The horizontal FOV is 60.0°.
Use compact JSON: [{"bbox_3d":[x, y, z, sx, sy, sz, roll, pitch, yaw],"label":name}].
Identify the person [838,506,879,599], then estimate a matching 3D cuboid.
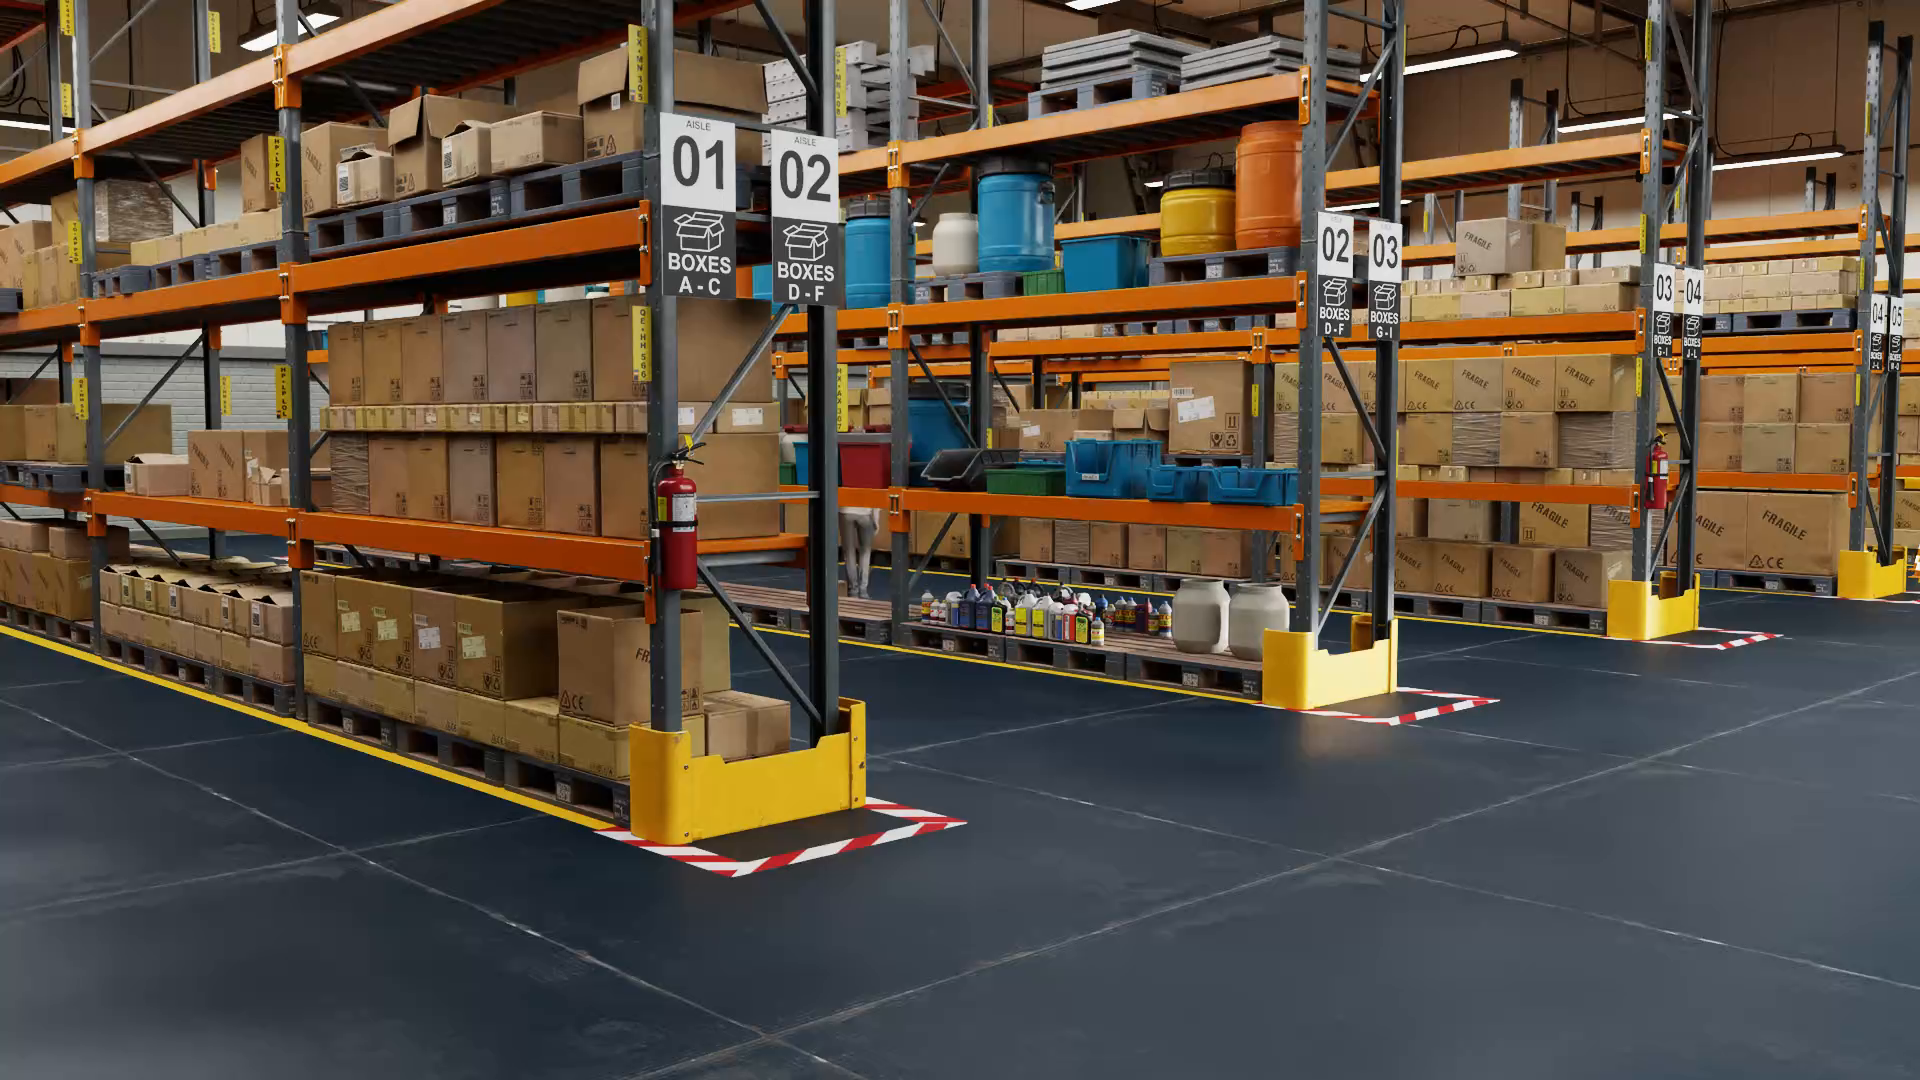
[{"bbox_3d":[-1.106,-0.194,17.236,0.505,1.745,0.643,-1,4,-9],"label":"person"}]
